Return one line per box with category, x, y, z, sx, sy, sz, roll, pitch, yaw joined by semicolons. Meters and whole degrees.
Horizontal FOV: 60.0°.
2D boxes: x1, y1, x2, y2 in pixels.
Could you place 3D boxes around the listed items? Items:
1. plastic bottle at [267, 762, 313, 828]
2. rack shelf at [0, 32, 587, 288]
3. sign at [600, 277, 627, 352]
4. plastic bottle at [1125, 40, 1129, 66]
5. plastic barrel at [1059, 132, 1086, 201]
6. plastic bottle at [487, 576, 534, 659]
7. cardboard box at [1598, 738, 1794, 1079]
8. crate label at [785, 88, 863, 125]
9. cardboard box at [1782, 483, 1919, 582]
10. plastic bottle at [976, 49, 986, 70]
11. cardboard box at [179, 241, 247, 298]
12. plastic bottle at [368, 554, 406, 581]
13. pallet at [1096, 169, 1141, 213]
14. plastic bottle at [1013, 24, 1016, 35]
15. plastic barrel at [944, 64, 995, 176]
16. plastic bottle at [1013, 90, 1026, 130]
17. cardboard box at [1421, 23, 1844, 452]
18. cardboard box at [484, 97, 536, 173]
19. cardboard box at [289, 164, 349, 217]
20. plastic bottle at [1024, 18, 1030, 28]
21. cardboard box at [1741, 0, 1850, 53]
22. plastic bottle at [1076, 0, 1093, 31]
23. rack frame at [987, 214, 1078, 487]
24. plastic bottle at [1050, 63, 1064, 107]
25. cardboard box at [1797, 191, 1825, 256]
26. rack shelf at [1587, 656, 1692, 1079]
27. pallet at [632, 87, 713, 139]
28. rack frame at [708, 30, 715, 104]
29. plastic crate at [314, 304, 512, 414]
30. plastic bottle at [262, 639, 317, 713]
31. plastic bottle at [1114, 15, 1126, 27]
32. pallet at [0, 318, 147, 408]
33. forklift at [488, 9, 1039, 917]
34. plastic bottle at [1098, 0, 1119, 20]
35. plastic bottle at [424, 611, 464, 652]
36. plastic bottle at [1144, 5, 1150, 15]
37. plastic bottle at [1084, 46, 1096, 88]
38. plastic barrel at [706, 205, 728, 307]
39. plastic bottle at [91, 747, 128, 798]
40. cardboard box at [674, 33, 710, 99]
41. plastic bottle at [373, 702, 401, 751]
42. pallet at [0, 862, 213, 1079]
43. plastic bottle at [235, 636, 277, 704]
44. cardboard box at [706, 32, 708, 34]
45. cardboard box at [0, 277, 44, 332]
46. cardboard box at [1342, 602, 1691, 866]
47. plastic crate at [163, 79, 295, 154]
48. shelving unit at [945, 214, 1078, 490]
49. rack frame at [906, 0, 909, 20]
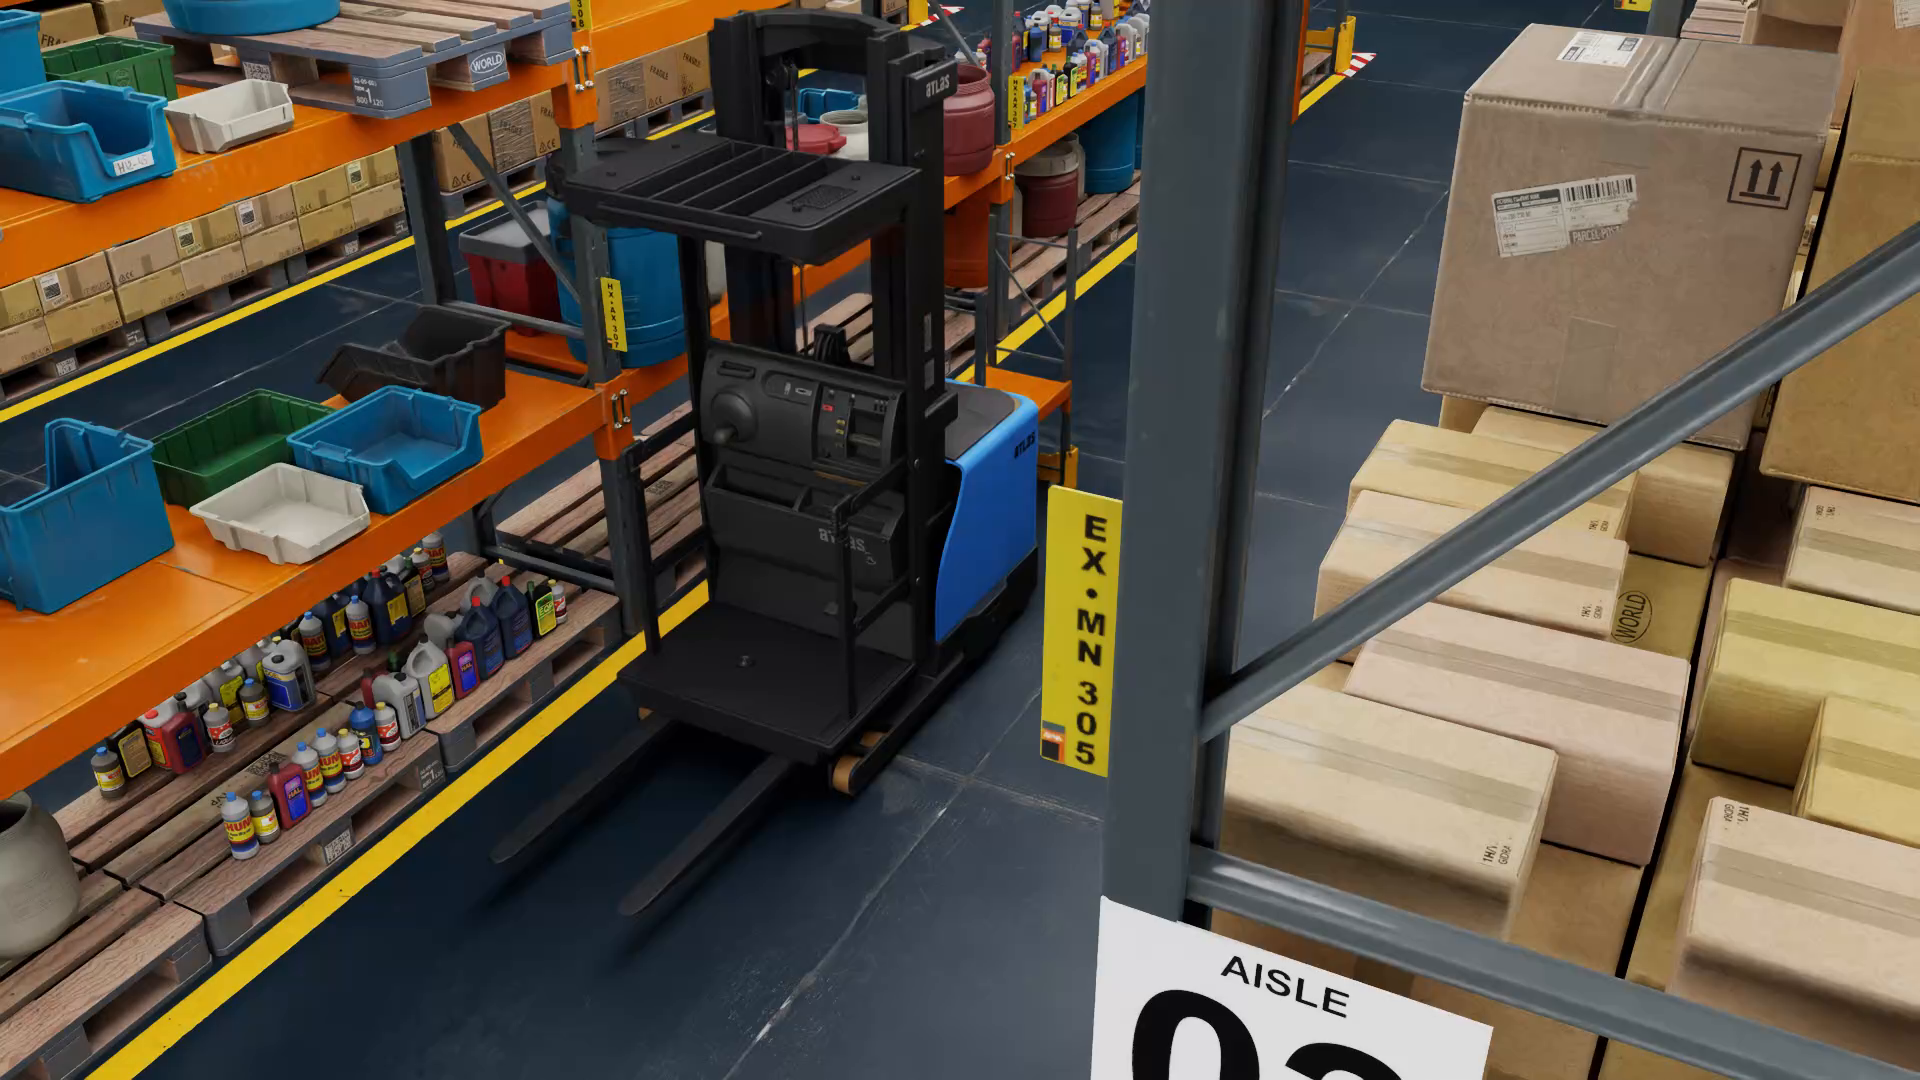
plastic bottle;-2.571;0.953;6.364;0.061;0.283;0.133;15;33;24
rack shelf;-2.883;-1.080;5.329;1.077;0.370;4.000;14;33;23
sign;-1.487;-0.968;7.146;0.100;0.325;0.005;14;33;23
plastic bottle;1.190;-3.585;12.180;0.097;0.201;0.097;0;30;0
plastic barrel;0.751;-2.846;12.771;0.421;0.512;0.421;0;30;0
plastic bottle;-2.008;0.331;7.380;0.144;0.351;0.185;13;32;22
cardboard box;1.065;0.528;1.957;0.500;0.250;0.500;15;33;25
crate label;-0.843;-2.387;9.860;0.502;0.435;0.616;14;33;23
cardboard box;1.458;-0.004;2.482;0.380;0.149;0.250;14;33;23
plastic bottle;0.140;-3.393;11.845;0.097;0.201;0.097;0;30;0
cardboard box;-5.275;-1.898;11.382;0.500;0.250;0.500;15;33;24
plastic bottle;-2.630;0.204;7.676;0.152;0.276;0.135;16;33;25
pallet;1.284;-2.983;13.732;1.003;0.211;1.213;14;33;23
plastic bottle;0.375;-3.611;12.143;0.061;0.283;0.133;14;33;23
plastic barrel;-0.091;-2.536;10.017;0.600;0.536;0.708;14;33;23
plastic bottle;0.336;-2.816;10.766;0.152;0.276;0.135;14;33;23
cardboard box;1.096;-0.516;2.722;0.500;0.500;0.500;14;33;23
cardboard box;-3.862;-3.354;13.646;0.500;0.500;0.500;13;32;22
cardboard box;-4.807;-2.590;12.024;0.500;0.311;0.500;14;33;23
plastic bottle;0.474;-3.748;12.394;0.097;0.271;0.097;0;30;0
cardboard box;2.740;-1.568;4.931;0.797;0.503;0.637;13;32;21
plastic bottle;0.956;-4.190;13.158;0.152;0.276;0.135;14;33;23
rack frame;0.376;-0.995;8.976;0.500;1.500;0.032;15;33;24
plastic bottle;0.648;-3.073;11.207;0.061;0.283;0.133;14;33;23
cardboard box;2.215;-0.600;3.920;0.500;0.250;0.500;15;33;24
rack shelf;1.527;0.043;3.372;1.077;0.370;4.000;14;33;23
pallet;-3.072;-4.071;15.628;1.003;0.211;1.213;14;33;23
rack frame;-2.735;-5.650;15.576;1.000;3.000;0.127;14;33;23
plastic crate;-2.323;-0.748;7.102;0.767;0.338;0.504;14;33;23
plastic bottle;-2.845;0.571;7.037;0.152;0.276;0.135;14;33;23
plastic bottle;1.204;-3.795;12.477;0.097;0.271;0.097;0;30;0
pallet;-6.078;-1.230;10.679;1.003;0.211;1.213;14;33;23
forklift;-0.760;-0.471;6.627;1.130;2.935;3.031;15;33;24
plastic bottle;1.206;-4.403;13.454;0.144;0.351;0.185;14;33;23
plastic bottle;-2.239;0.426;7.290;0.152;0.276;0.135;14;33;23
plastic bottle;1.461;-3.939;12.647;0.144;0.351;0.185;14;33;23
plastic bottle;0.903;-3.321;11.638;0.061;0.283;0.133;14;33;23
plastic barrel;-1.340;-1.411;8.059;0.433;0.535;0.433;0;30;0
plastic bottle;-3.347;0.904;6.531;0.097;0.201;0.097;0;30;0
cardboard box;-2.705;-4.473;15.595;0.500;0.500;0.500;14;33;23
plastic bottle;-2.350;0.754;6.794;0.097;0.201;0.097;0;30;0
pallet;-3.426;1.601;5.750;1.003;0.211;1.213;14;33;23
plastic bottle;-2.988;0.516;7.058;0.144;0.351;0.185;14;33;23
cardboard box;-2.728;-5.074;16.641;0.500;0.500;0.500;14;33;23
cardboard box;-5.969;-1.463;10.062;0.500;0.311;0.500;14;33;23
cardboard box;0.687;0.228;2.080;0.380;0.149;0.250;13;32;22
plastic crate;-2.343;-1.361;5.361;0.243;0.136;0.396;14;33;23
shelving unit;0.140;-0.776;8.595;0.587;1.500;1.083;15;33;24
rack frame;-0.913;-7.423;18.664;1.000;3.000;0.127;14;33;23
